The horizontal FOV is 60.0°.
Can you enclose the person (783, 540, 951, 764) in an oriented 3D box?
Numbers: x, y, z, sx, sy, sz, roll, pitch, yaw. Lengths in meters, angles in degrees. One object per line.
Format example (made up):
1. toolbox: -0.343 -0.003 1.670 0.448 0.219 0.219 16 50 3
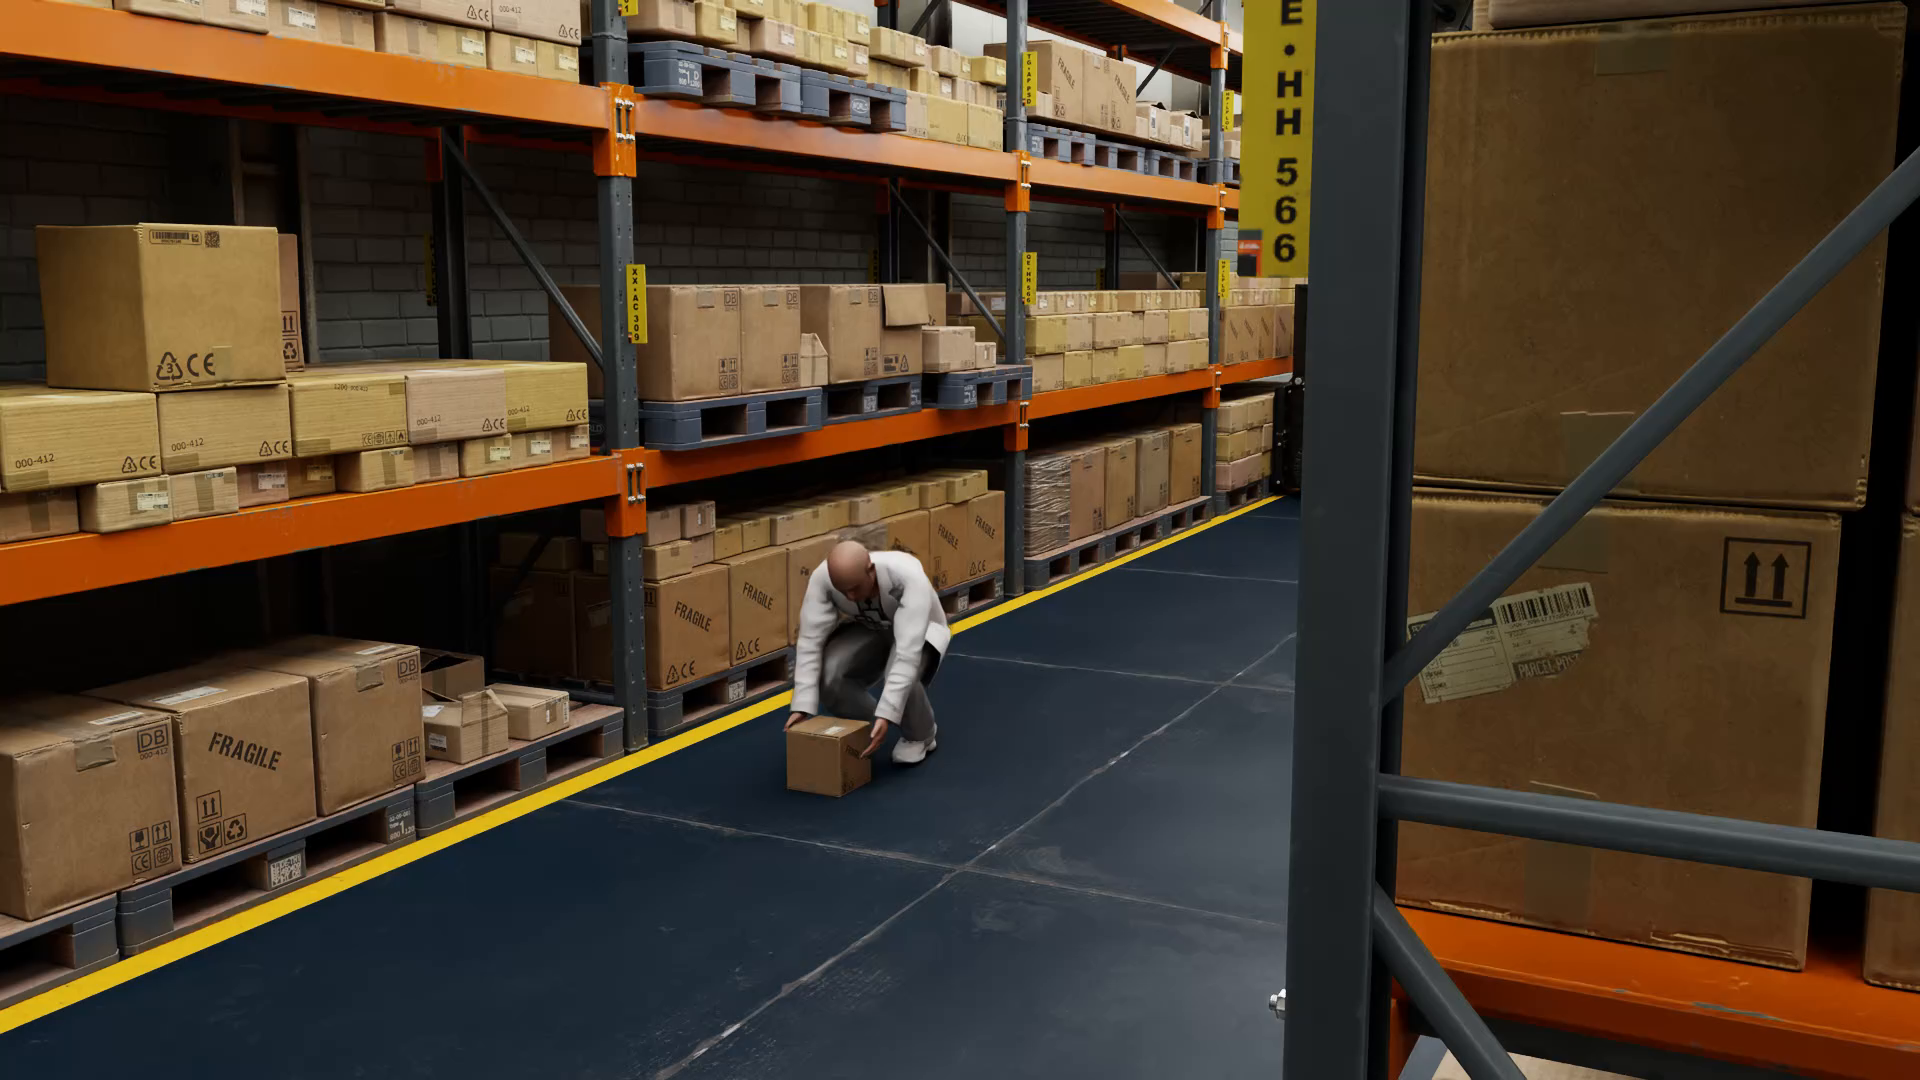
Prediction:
1. person: -0.356 0.463 7.034 0.600 0.981 0.898 4 10 26
